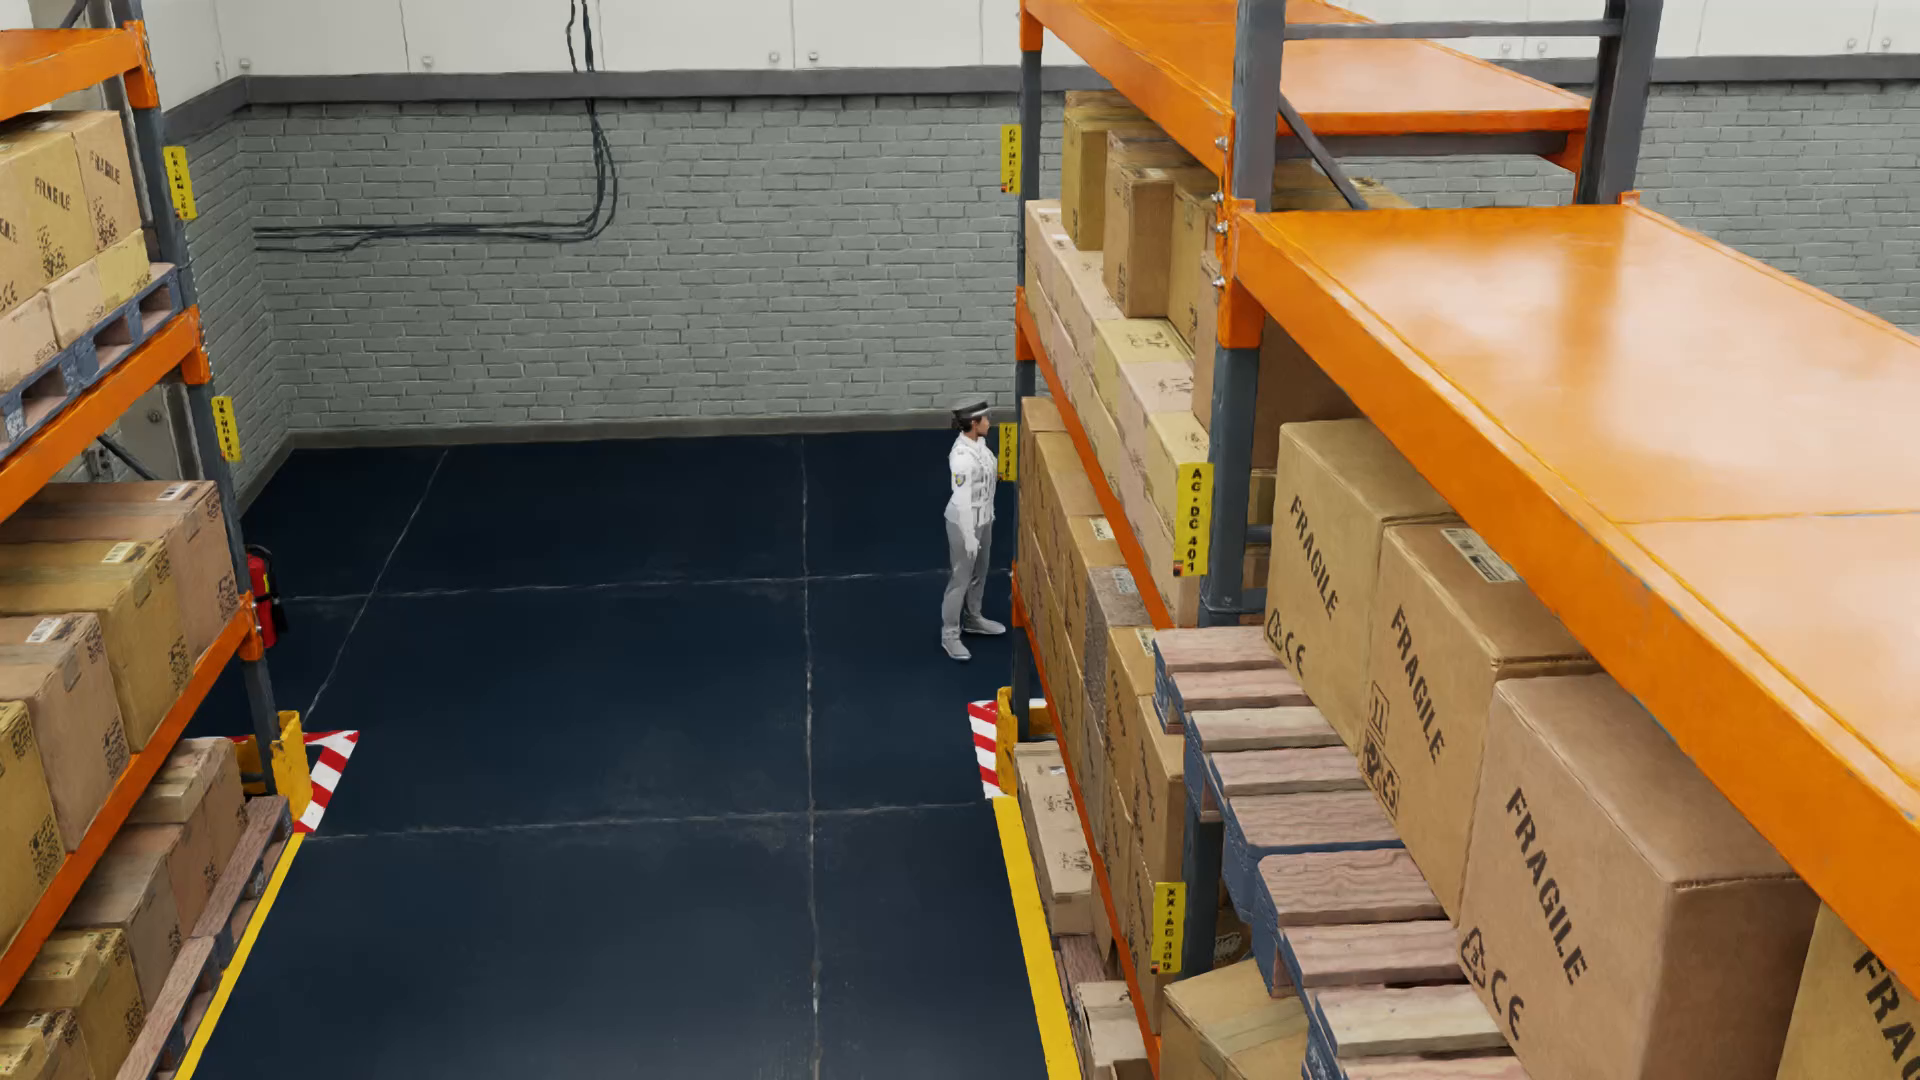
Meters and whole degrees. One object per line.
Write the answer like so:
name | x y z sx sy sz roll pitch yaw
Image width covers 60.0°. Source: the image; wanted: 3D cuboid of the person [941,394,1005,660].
person | 0.078 -0.111 10.477 0.355 1.683 0.577 7 25 15
